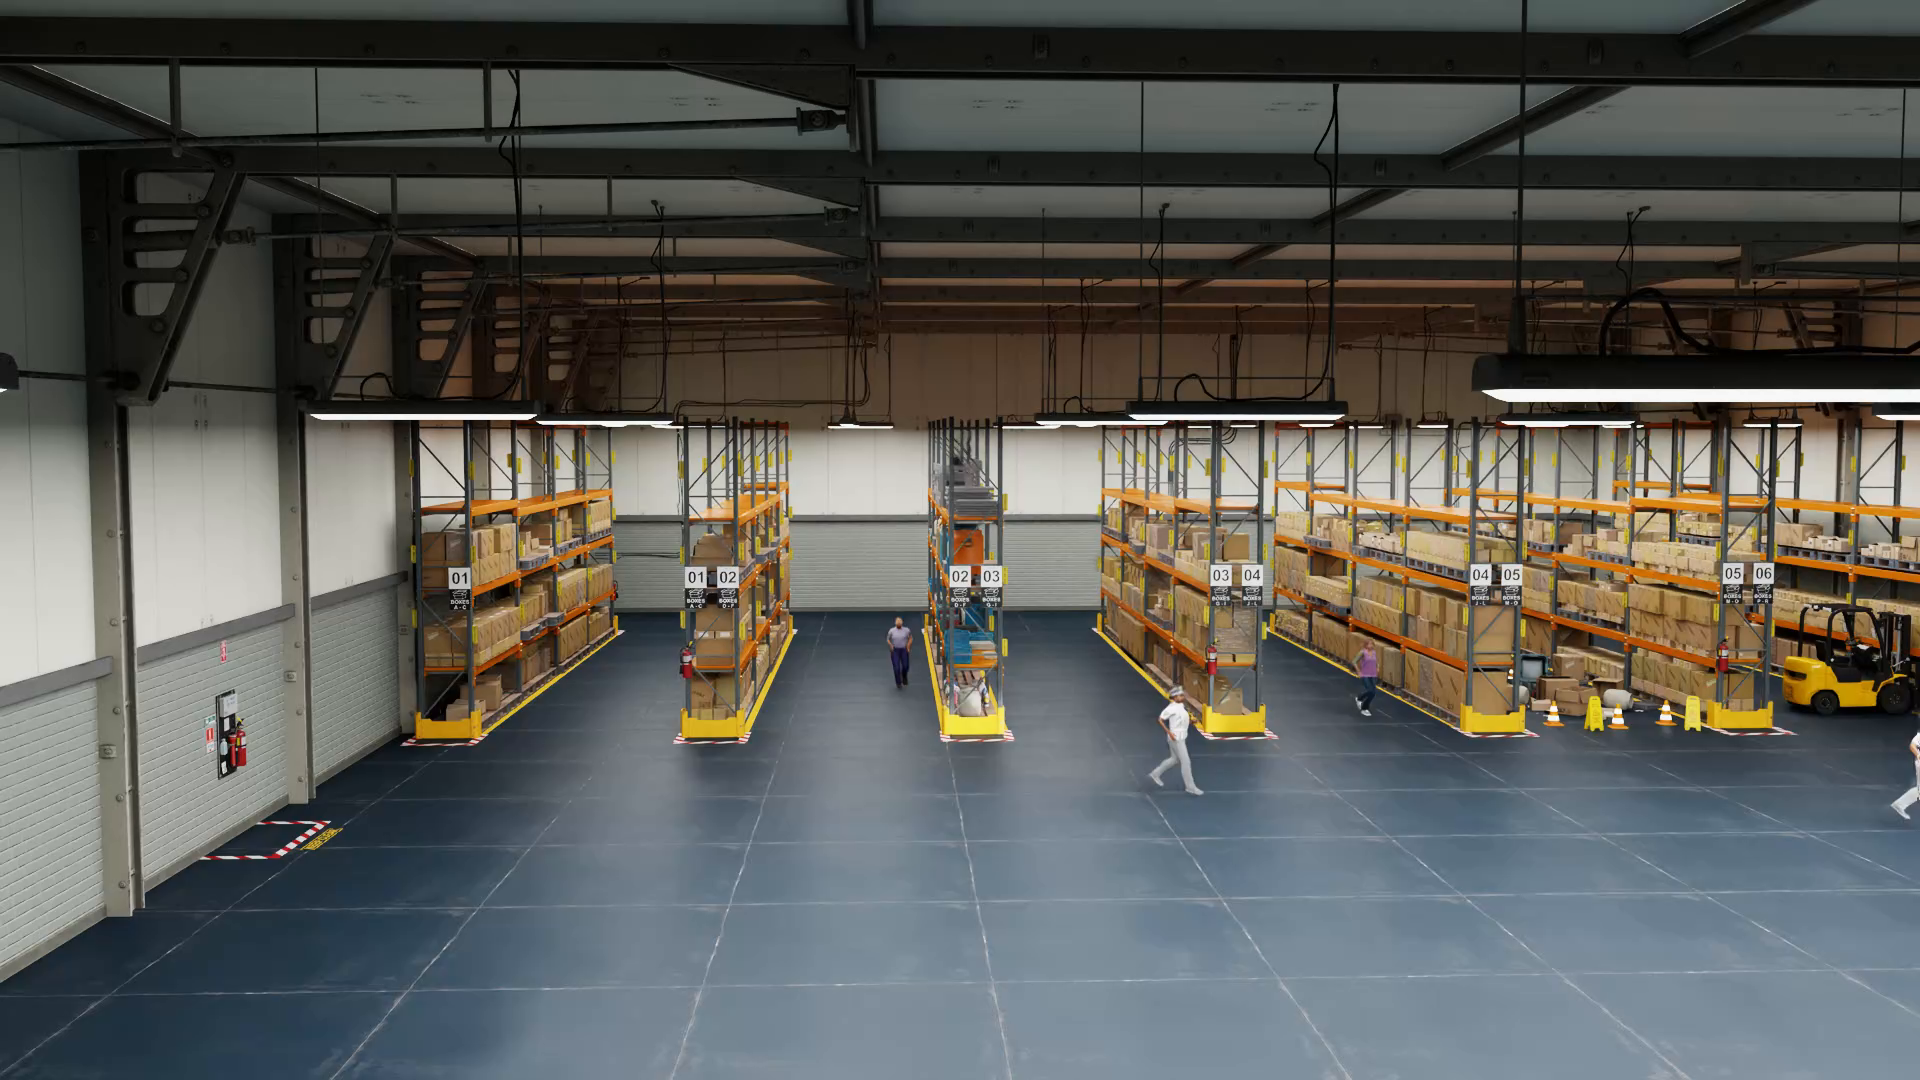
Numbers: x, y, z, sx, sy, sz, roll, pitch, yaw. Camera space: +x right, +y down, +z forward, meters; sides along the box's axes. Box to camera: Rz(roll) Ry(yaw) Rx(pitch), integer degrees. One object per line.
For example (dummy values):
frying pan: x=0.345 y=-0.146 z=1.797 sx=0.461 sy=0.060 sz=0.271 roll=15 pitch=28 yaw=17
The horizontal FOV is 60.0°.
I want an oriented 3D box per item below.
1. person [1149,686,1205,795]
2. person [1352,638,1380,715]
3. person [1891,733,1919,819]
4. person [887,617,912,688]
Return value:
person: x=3.423 y=3.139 z=26.263 sx=0.941 sy=1.685 sz=0.574 roll=2 pitch=4 yaw=24
person: x=8.231 y=2.762 z=33.484 sx=0.530 sy=1.558 sz=0.537 roll=-1 pitch=4 yaw=-21
person: x=14.002 y=3.308 z=24.013 sx=0.920 sy=1.652 sz=0.602 roll=2 pitch=4 yaw=31
person: x=-1.337 y=2.508 z=36.951 sx=0.581 sy=1.602 sz=0.500 roll=0 pitch=4 yaw=-5
